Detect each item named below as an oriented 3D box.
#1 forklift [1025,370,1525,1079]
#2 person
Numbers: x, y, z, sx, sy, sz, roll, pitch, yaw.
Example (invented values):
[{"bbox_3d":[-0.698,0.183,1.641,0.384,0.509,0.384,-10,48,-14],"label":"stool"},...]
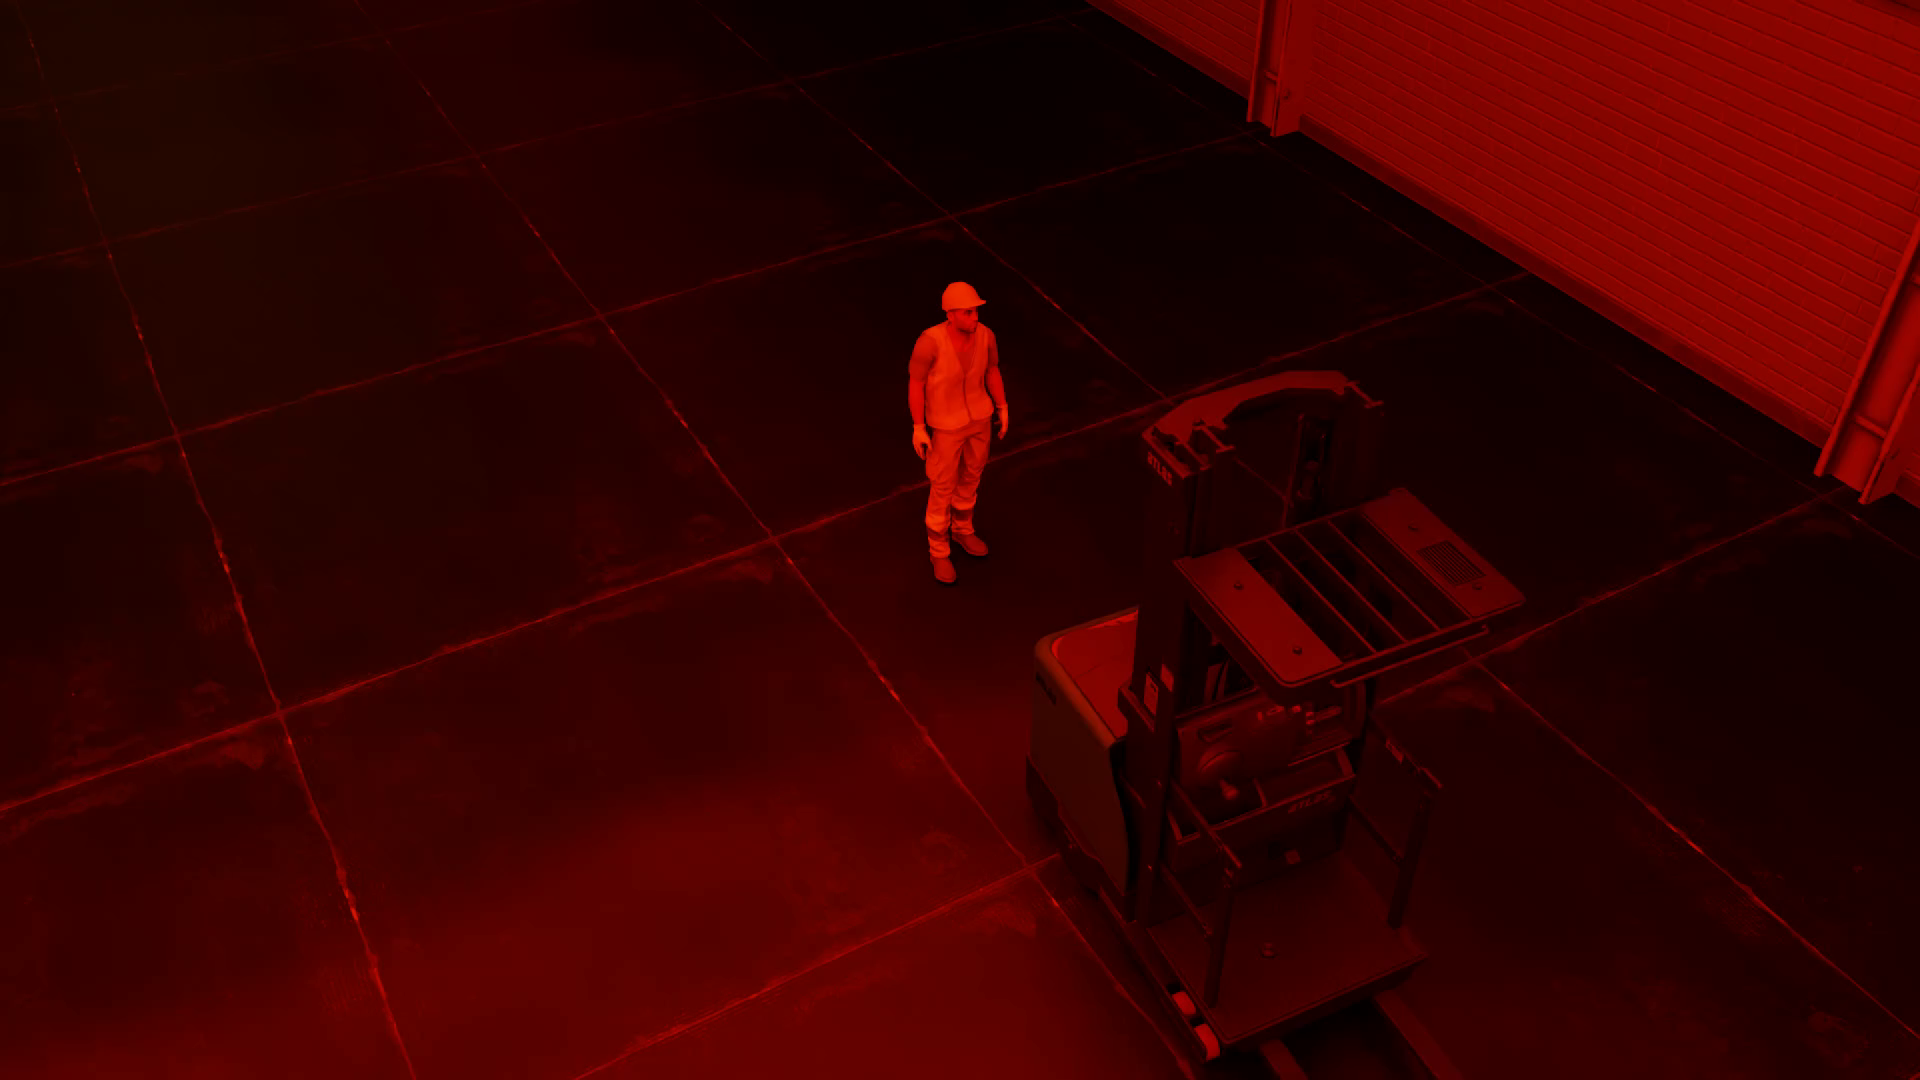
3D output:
[{"bbox_3d":[1.429,0.897,6.954,1.130,2.935,3.031,-17,43,-19],"label":"forklift"},{"bbox_3d":[0.029,-0.646,9.698,0.637,1.787,0.564,-20,44,-23],"label":"person"}]
